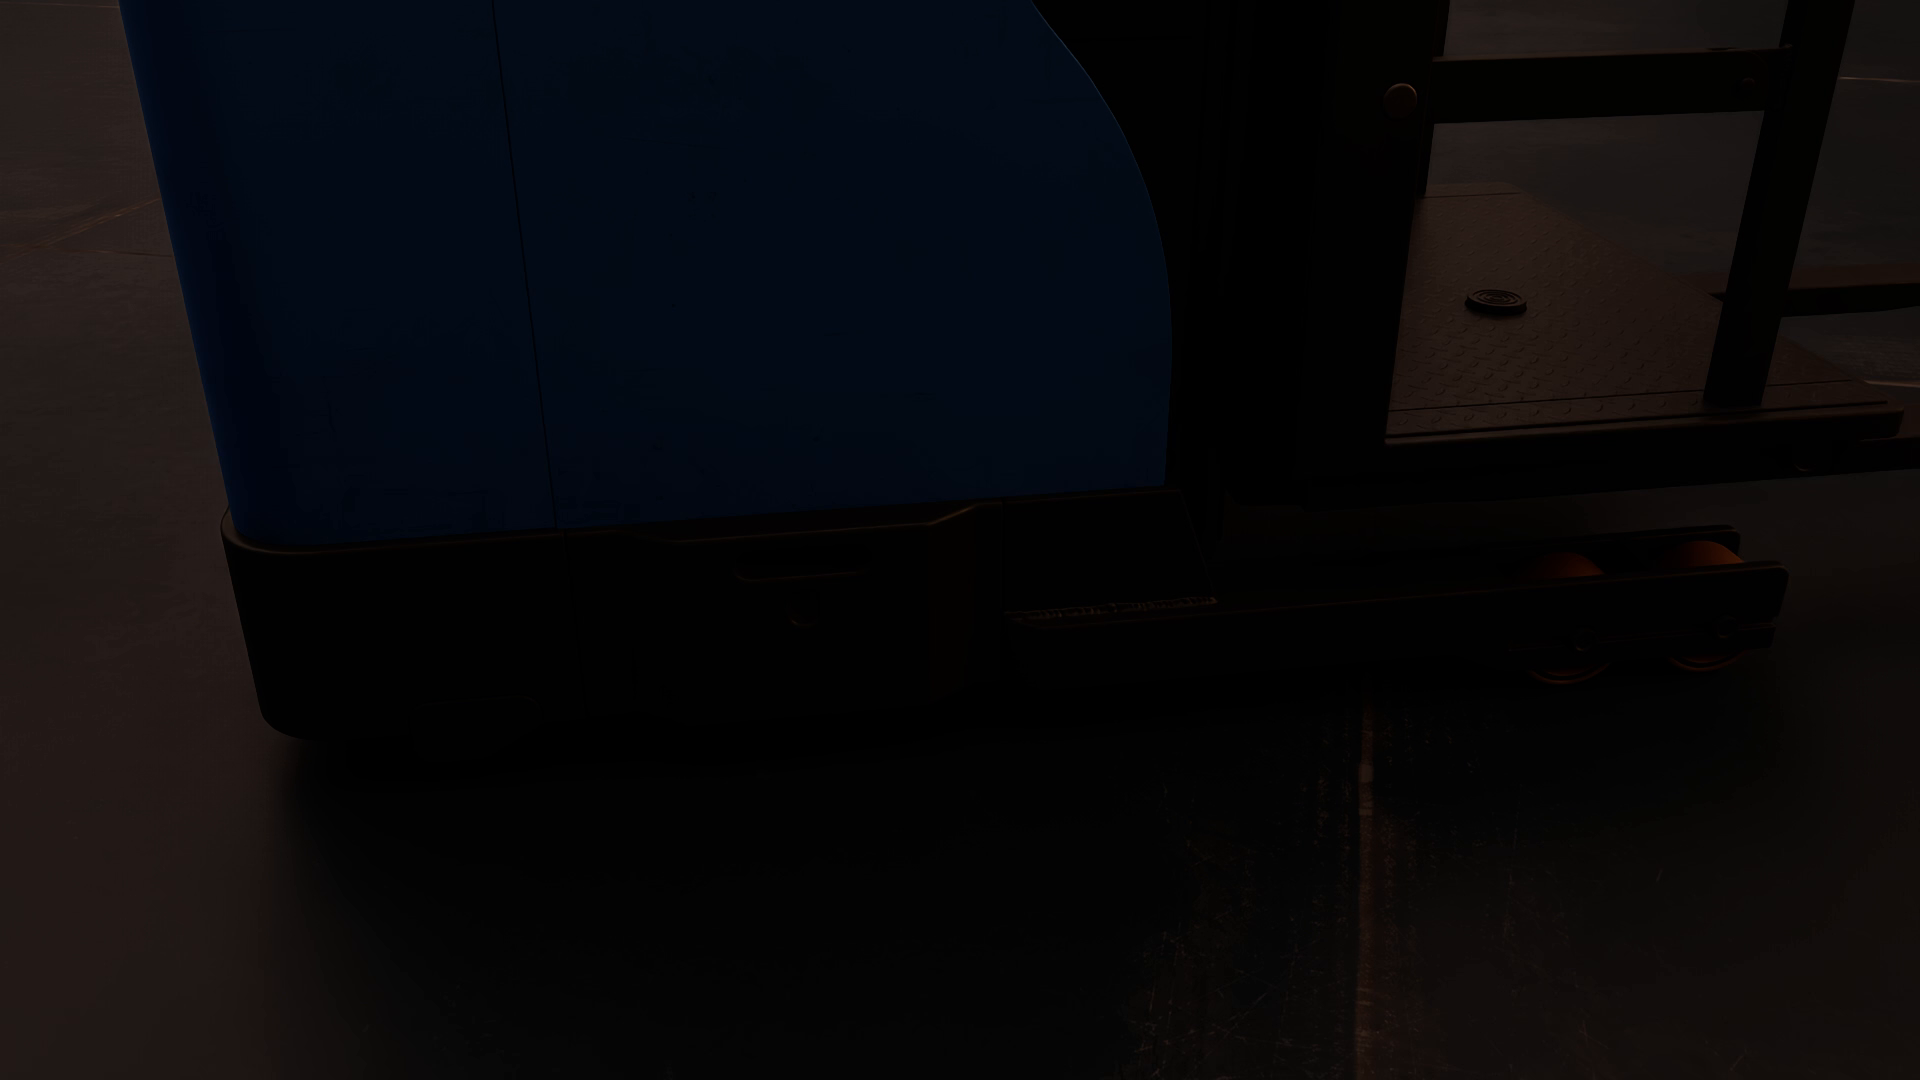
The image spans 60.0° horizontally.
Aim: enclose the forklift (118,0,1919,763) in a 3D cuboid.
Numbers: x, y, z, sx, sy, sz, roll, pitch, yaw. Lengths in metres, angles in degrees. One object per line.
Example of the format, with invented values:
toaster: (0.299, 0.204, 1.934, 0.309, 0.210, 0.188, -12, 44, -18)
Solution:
forklift: (0.600, -1.354, 1.930, 3.031, 2.935, 1.130, -4, 27, -9)
